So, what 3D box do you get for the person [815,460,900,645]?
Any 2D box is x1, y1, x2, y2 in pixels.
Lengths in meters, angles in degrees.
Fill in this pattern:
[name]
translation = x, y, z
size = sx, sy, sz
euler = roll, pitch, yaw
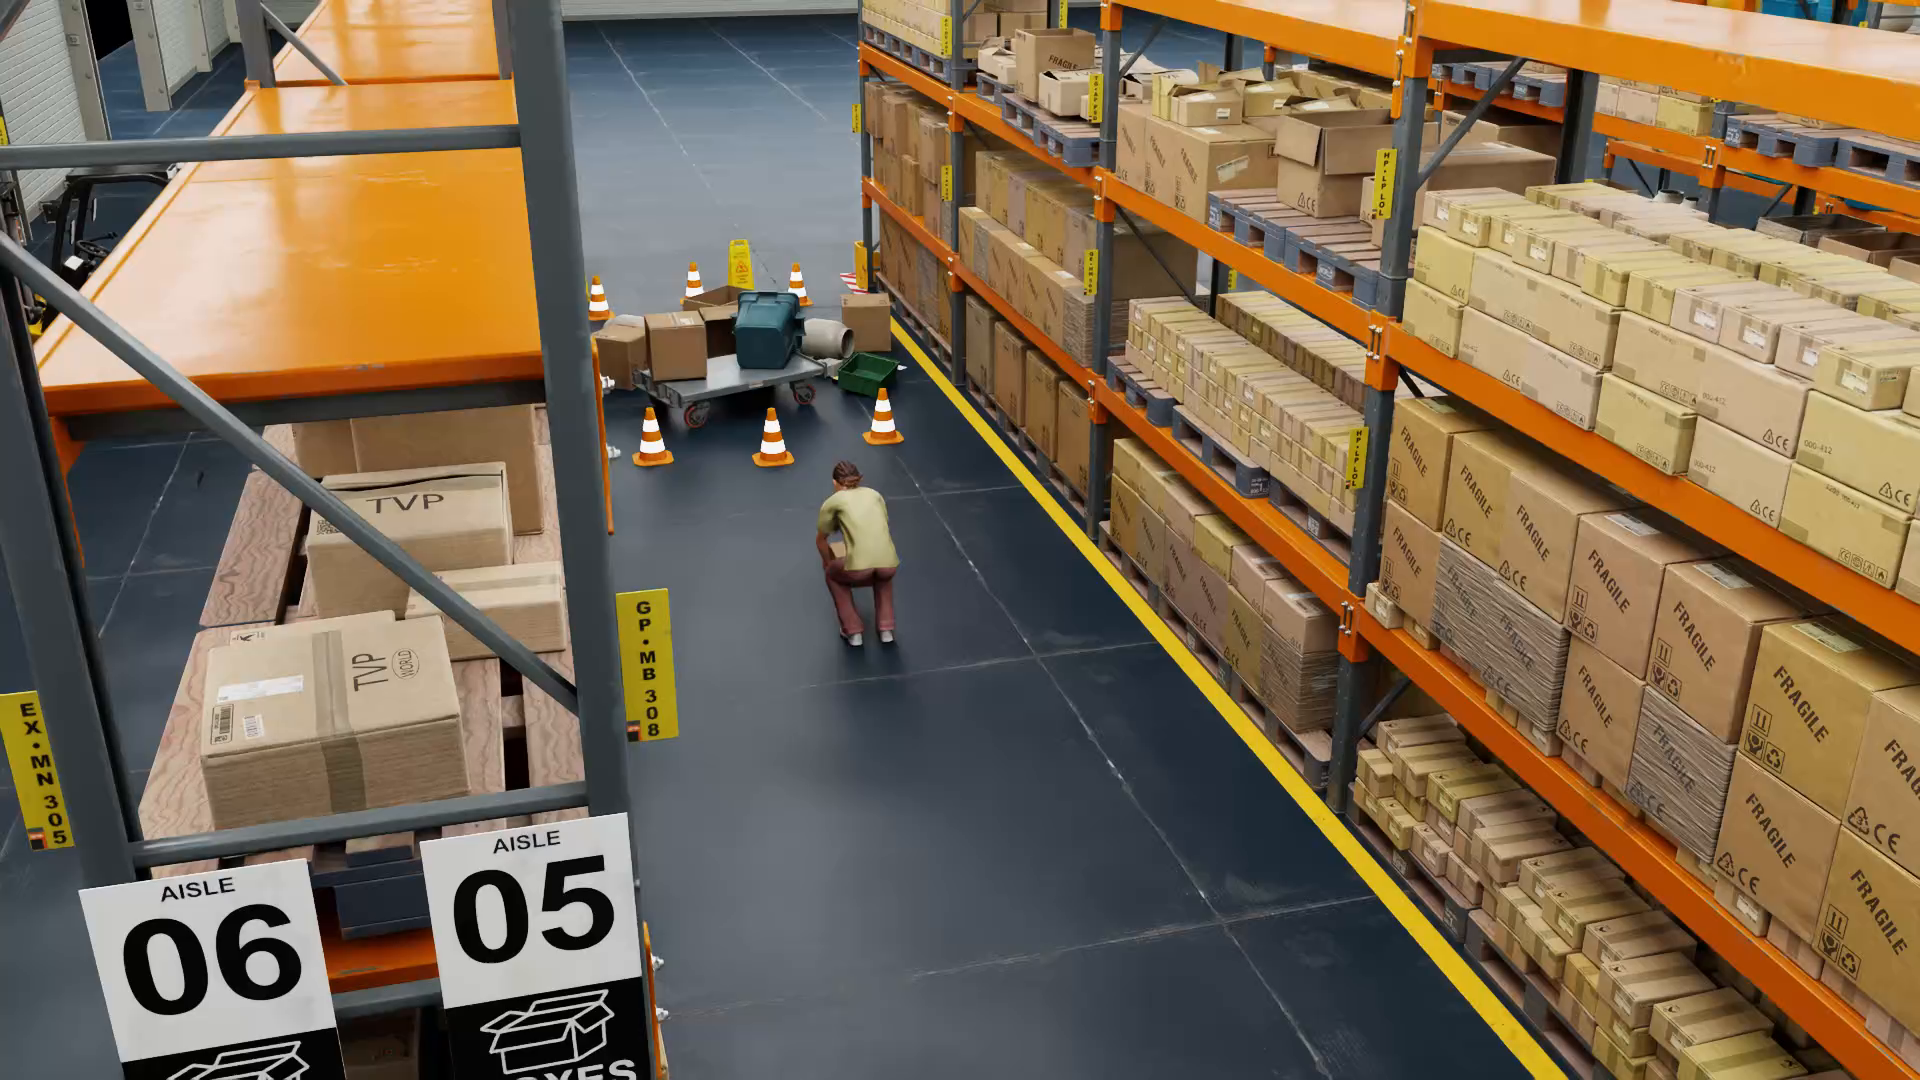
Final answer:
[person]
translation = -0.682, 0.098, 11.053
size = 0.506, 1.142, 0.741
euler = -6, 24, -14
